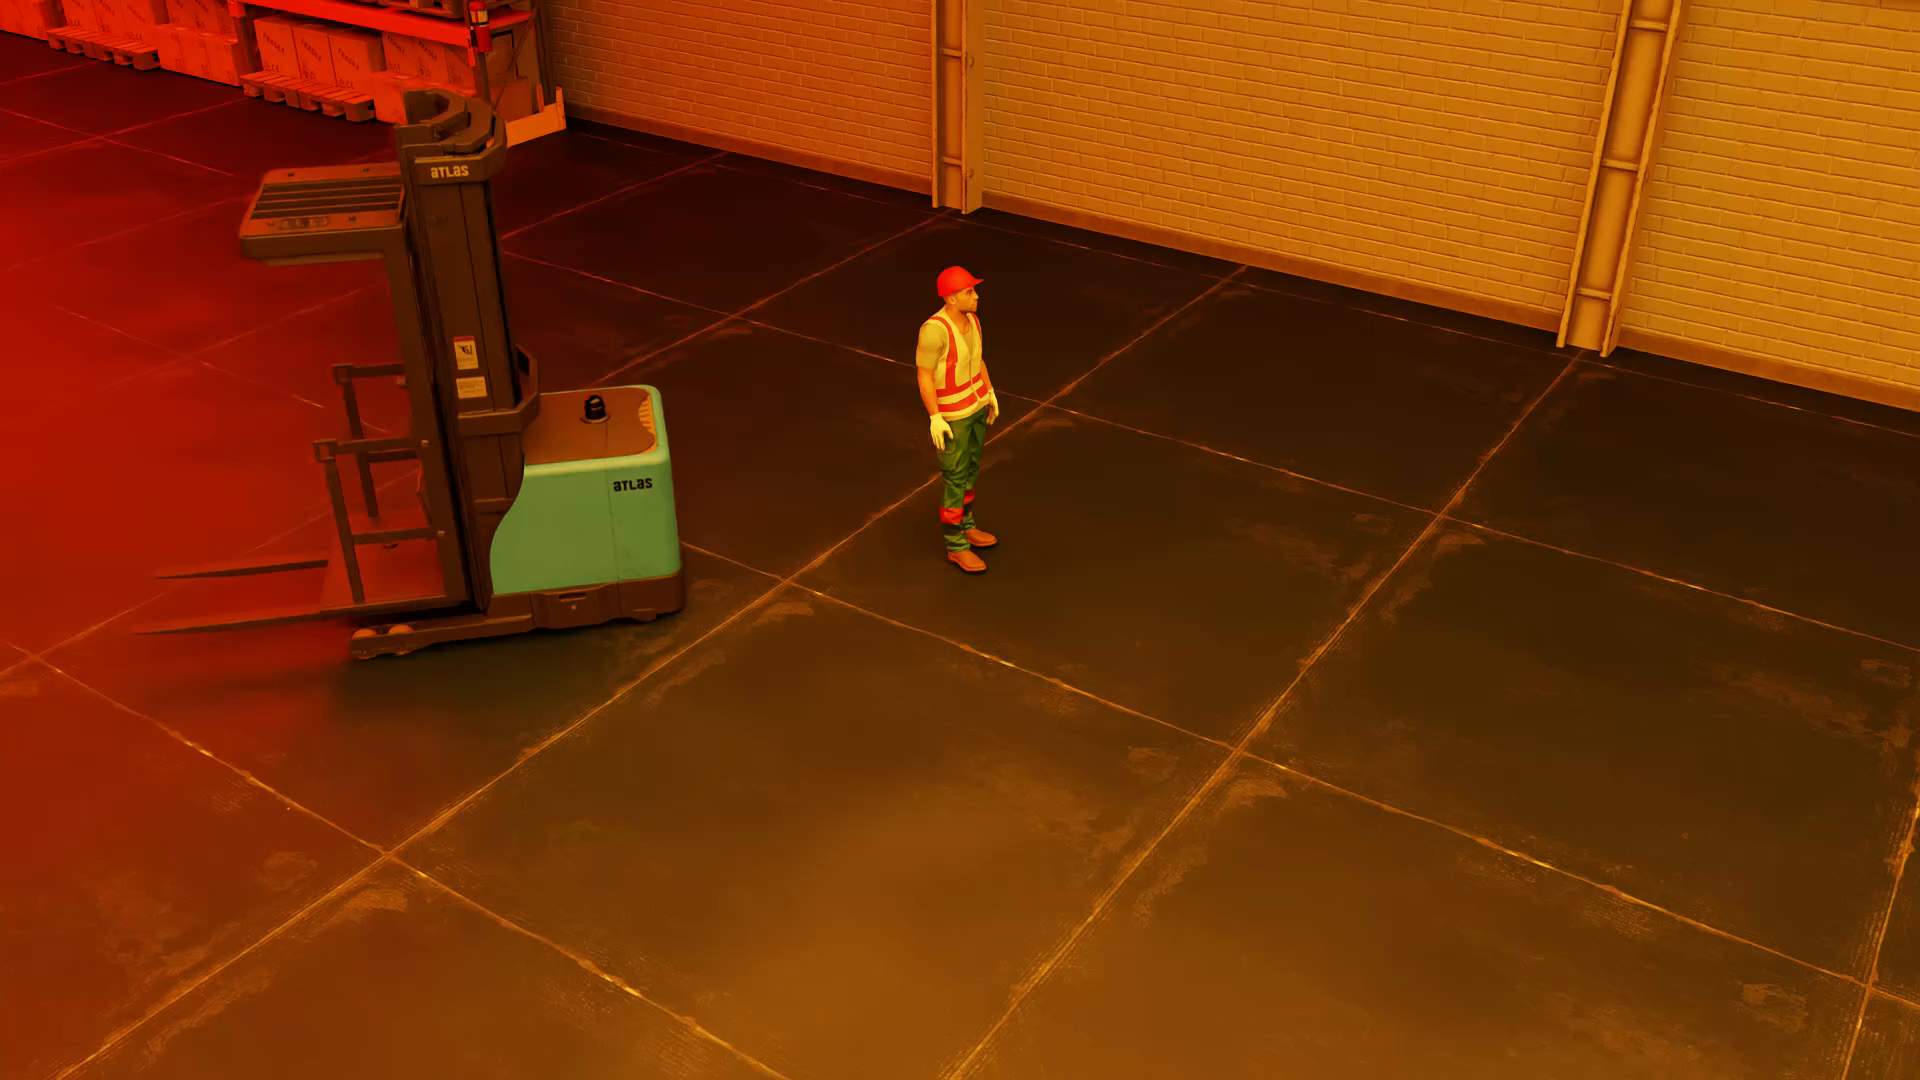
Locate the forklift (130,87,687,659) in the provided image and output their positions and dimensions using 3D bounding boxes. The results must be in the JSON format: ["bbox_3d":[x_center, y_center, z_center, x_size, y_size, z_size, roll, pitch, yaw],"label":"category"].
[{"bbox_3d":[-3.171,-0.889,9.113,3.031,2.935,1.130,-6,31,-11],"label":"forklift"}]

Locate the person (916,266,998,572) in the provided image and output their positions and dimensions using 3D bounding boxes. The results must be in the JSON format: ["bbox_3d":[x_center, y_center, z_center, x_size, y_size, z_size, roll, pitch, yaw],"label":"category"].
[{"bbox_3d":[0.059,-0.752,9.999,0.564,1.787,0.637,19,35,29],"label":"person"}]
